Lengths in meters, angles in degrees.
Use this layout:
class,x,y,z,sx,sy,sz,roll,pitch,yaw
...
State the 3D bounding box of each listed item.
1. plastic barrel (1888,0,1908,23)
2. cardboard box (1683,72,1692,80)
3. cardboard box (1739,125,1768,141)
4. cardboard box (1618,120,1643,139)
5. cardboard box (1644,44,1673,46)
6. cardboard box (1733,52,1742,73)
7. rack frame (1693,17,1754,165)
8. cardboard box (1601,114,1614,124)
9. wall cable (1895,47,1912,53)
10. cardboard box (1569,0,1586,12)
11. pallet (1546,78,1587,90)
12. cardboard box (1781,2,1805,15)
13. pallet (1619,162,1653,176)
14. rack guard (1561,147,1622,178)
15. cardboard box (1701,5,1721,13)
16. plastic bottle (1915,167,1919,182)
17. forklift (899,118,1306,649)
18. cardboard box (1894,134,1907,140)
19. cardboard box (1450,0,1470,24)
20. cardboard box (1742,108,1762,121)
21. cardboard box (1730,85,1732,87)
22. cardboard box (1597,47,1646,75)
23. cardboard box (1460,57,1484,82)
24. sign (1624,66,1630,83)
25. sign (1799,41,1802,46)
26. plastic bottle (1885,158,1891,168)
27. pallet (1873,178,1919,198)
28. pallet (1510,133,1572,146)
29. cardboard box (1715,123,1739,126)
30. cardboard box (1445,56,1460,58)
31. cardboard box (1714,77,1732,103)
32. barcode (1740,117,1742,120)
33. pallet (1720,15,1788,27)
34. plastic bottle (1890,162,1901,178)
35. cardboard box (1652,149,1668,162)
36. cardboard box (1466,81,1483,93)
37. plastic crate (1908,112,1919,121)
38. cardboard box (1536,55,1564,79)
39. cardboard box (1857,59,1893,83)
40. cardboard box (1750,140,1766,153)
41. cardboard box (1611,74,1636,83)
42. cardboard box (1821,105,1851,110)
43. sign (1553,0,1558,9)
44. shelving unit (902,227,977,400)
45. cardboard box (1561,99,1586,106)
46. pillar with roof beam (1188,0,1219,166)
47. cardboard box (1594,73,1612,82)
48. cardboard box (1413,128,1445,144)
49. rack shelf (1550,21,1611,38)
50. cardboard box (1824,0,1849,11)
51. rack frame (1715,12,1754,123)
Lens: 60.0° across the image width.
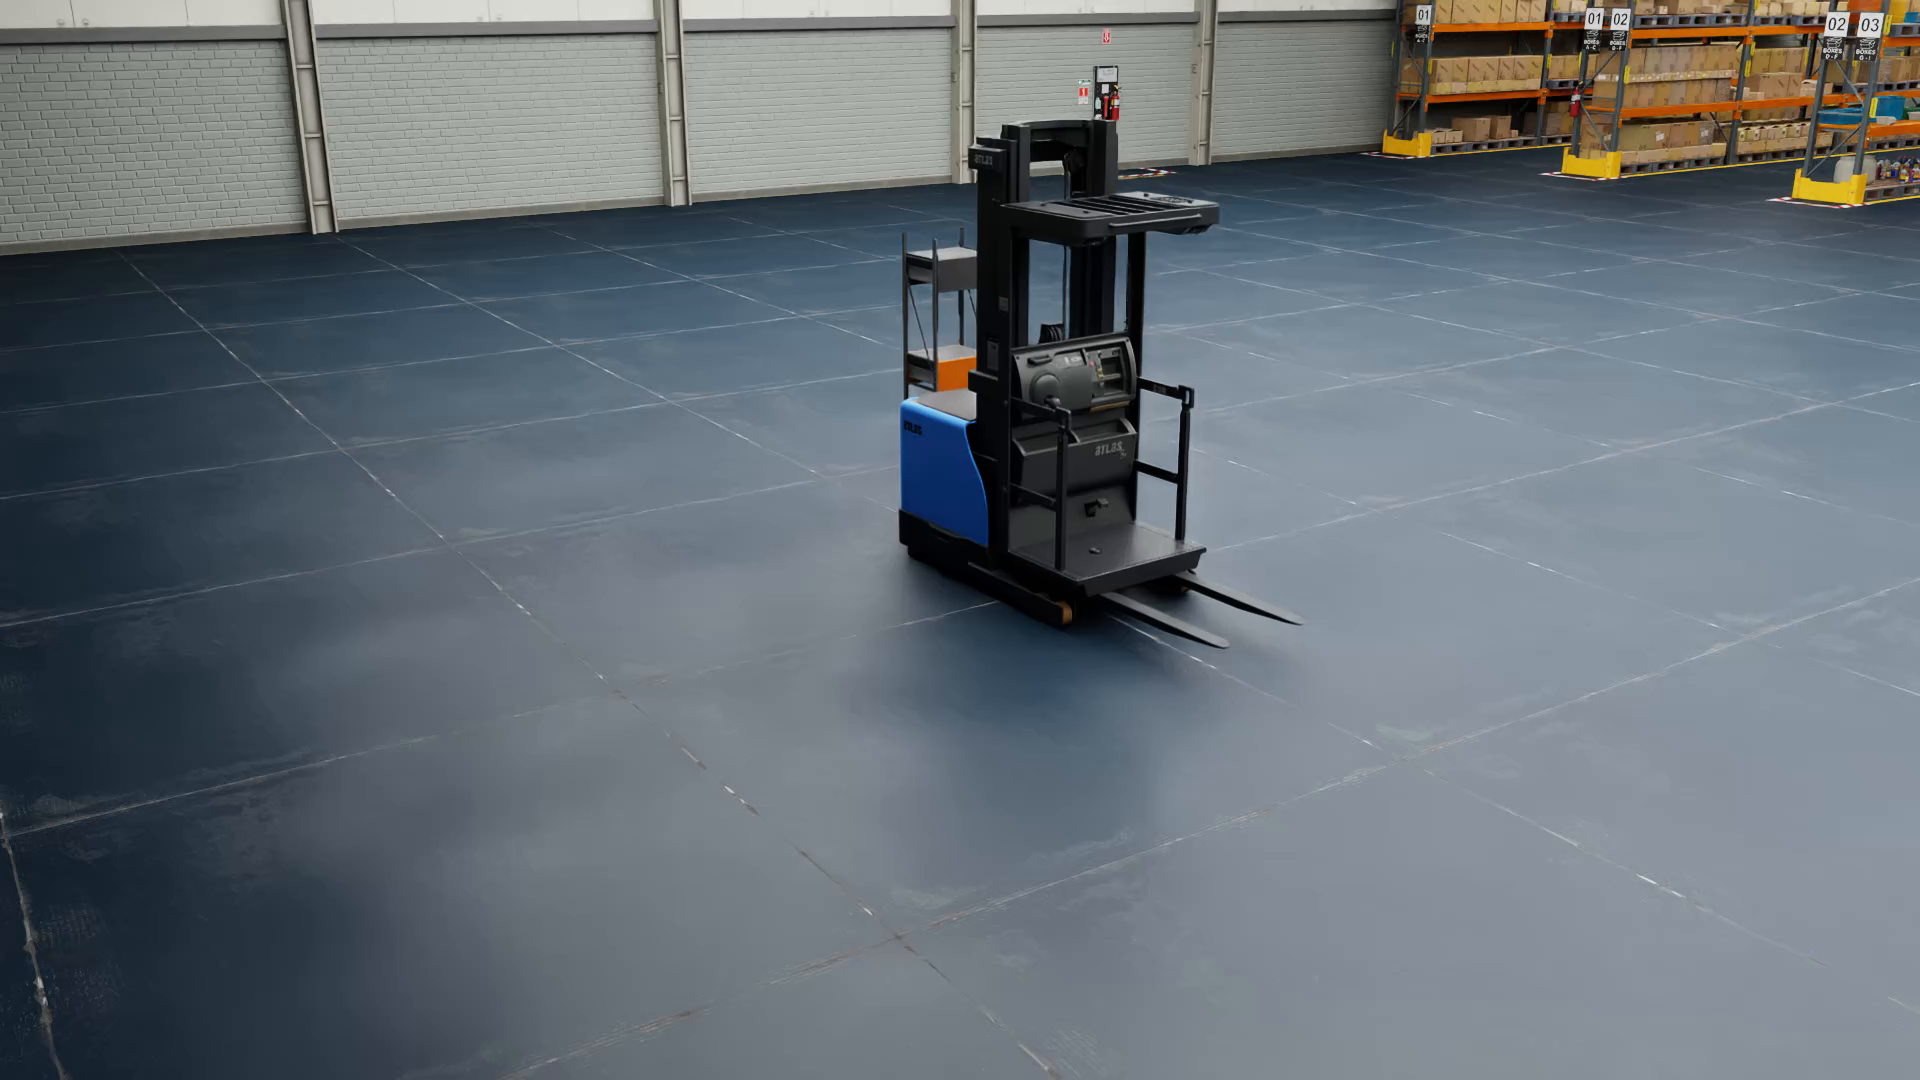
class,x,y,z,sx,sy,sz,roll,pitch,yaw
plastic barrel,16.318,-9.404,29.244,0.600,0.588,0.600,0,19,0
cardboard box,14.665,-9.469,33.900,0.250,0.149,0.380,-11,22,-30
cardboard box,16.959,-8.745,35.690,0.500,0.311,0.500,-12,22,-32
cardboard box,13.826,-8.391,34.349,0.500,0.500,0.500,-12,22,-31
cardboard box,17.214,-12.088,40.994,0.500,0.250,0.500,-11,22,-30
cardboard box,19.763,-12.273,42.711,0.500,0.500,0.500,-12,22,-32
rack frame,16.056,-9.490,35.132,0.127,3.000,1.000,-12,22,-31
cardboard box,15.602,-10.343,40.871,0.500,0.500,0.700,-12,22,-31
wall cable,28.271,-15.200,47.502,0.112,2.526,3.097,-12,22,-31
cardboard box,14.343,-12.575,39.058,0.500,0.311,0.500,-11,22,-30
pallet,14.047,-10.819,39.363,1.213,0.211,1.003,-12,22,-31
cardboard box,17.686,-11.359,35.556,0.500,0.250,0.500,-14,23,-36
pallet,13.331,-7.610,33.926,1.213,0.211,1.003,-12,22,-31
rack guard,12.695,-7.597,33.436,0.348,0.500,1.175,-12,22,-31
cardboard box,15.199,-10.772,33.758,0.250,0.149,0.380,-12,22,-31
plastic bottle,17.492,-6.690,30.422,0.097,0.271,0.097,0,19,0
forklift,0.851,-1.030,10.215,1.130,2.935,3.031,-13,23,-34
cardboard box,21.646,-9.587,38.634,0.500,0.500,0.500,-12,22,-31
cardboard box,10.873,-11.665,36.694,0.500,0.500,0.500,-10,21,-28
cardboard box,20.691,-11.343,43.859,0.500,0.500,0.700,-12,22,-31
cardboard box,16.689,-9.630,35.757,0.258,0.266,0.396,-13,22,-33
cardboard box,13.156,-9.536,33.085,0.500,0.500,0.700,-12,22,-31
cardboard box,11.405,-10.581,37.391,0.500,0.500,0.500,-13,22,-33
sign,13.015,-9.084,32.454,0.005,0.325,0.100,-12,22,-31
sign,23.050,-13.525,45.592,0.005,0.325,0.100,-12,22,-31
plastic bottle,17.362,-6.979,31.153,0.185,0.351,0.144,-12,22,-32
pallet,17.173,-6.520,30.701,1.213,0.211,1.003,-12,22,-31
pallet,13.978,-9.631,39.903,1.213,0.211,1.003,-12,22,-31
cardboard box,16.667,-8.893,36.129,0.500,0.311,0.500,-11,22,-30
cardboard box,11.120,-10.722,37.807,0.500,0.500,0.500,-13,22,-33
cardboard box,15.689,-9.458,34.880,0.500,0.500,0.700,-13,22,-33
barcode,16.498,-8.903,35.112,0.075,0.075,0.001,-12,22,-31
pallet,16.785,-10.979,35.152,1.217,0.209,0.805,-13,23,-34
plastic bottle,17.464,-6.908,31.061,0.135,0.276,0.152,-12,22,-31
cardboard box,14.119,-7.894,34.048,0.500,0.250,0.500,-12,22,-31
cardboard box,11.424,-10.233,37.532,0.500,0.250,0.500,-12,22,-32
plastic crate,17.560,-7.686,30.207,0.437,0.136,0.530,-12,22,-31
cardboard box,13.772,-11.151,39.201,0.500,0.500,0.700,-12,22,-31
cardboard box,20.729,-10.692,37.876,0.500,0.500,0.700,-8,20,-21
cardboard box,16.957,-8.481,35.785,0.500,0.250,0.500,-11,22,-30
cardboard box,13.161,-9.152,32.962,0.250,0.149,0.380,-12,22,-32
cardboard box,20.093,-9.813,38.132,0.500,0.250,0.500,-11,22,-29
sign,13.633,-12.336,38.061,0.005,0.325,0.100,-12,22,-31
shelving unit,-0.078,-1.117,11.771,0.503,2.100,0.431,-13,23,-34
cardboard box,14.732,-10.499,40.162,0.500,0.250,0.500,-13,22,-33
pillar with roof beam,7.453,-11.098,30.522,0.400,9.000,9.100,-12,22,-31
cardboard box,12.929,-9.258,33.278,0.250,0.149,0.380,-12,22,-32
cardboard box,10.615,-9.142,37.615,0.500,0.311,0.500,-15,24,-37
rack shelf,14.999,-12.247,39.726,4.000,0.370,1.077,-12,22,-31
cardboard box,19.742,-11.749,36.974,0.500,0.500,0.910,-12,22,-31
rack frame,20.010,-12.224,43.218,0.127,3.000,1.000,-12,22,-31
